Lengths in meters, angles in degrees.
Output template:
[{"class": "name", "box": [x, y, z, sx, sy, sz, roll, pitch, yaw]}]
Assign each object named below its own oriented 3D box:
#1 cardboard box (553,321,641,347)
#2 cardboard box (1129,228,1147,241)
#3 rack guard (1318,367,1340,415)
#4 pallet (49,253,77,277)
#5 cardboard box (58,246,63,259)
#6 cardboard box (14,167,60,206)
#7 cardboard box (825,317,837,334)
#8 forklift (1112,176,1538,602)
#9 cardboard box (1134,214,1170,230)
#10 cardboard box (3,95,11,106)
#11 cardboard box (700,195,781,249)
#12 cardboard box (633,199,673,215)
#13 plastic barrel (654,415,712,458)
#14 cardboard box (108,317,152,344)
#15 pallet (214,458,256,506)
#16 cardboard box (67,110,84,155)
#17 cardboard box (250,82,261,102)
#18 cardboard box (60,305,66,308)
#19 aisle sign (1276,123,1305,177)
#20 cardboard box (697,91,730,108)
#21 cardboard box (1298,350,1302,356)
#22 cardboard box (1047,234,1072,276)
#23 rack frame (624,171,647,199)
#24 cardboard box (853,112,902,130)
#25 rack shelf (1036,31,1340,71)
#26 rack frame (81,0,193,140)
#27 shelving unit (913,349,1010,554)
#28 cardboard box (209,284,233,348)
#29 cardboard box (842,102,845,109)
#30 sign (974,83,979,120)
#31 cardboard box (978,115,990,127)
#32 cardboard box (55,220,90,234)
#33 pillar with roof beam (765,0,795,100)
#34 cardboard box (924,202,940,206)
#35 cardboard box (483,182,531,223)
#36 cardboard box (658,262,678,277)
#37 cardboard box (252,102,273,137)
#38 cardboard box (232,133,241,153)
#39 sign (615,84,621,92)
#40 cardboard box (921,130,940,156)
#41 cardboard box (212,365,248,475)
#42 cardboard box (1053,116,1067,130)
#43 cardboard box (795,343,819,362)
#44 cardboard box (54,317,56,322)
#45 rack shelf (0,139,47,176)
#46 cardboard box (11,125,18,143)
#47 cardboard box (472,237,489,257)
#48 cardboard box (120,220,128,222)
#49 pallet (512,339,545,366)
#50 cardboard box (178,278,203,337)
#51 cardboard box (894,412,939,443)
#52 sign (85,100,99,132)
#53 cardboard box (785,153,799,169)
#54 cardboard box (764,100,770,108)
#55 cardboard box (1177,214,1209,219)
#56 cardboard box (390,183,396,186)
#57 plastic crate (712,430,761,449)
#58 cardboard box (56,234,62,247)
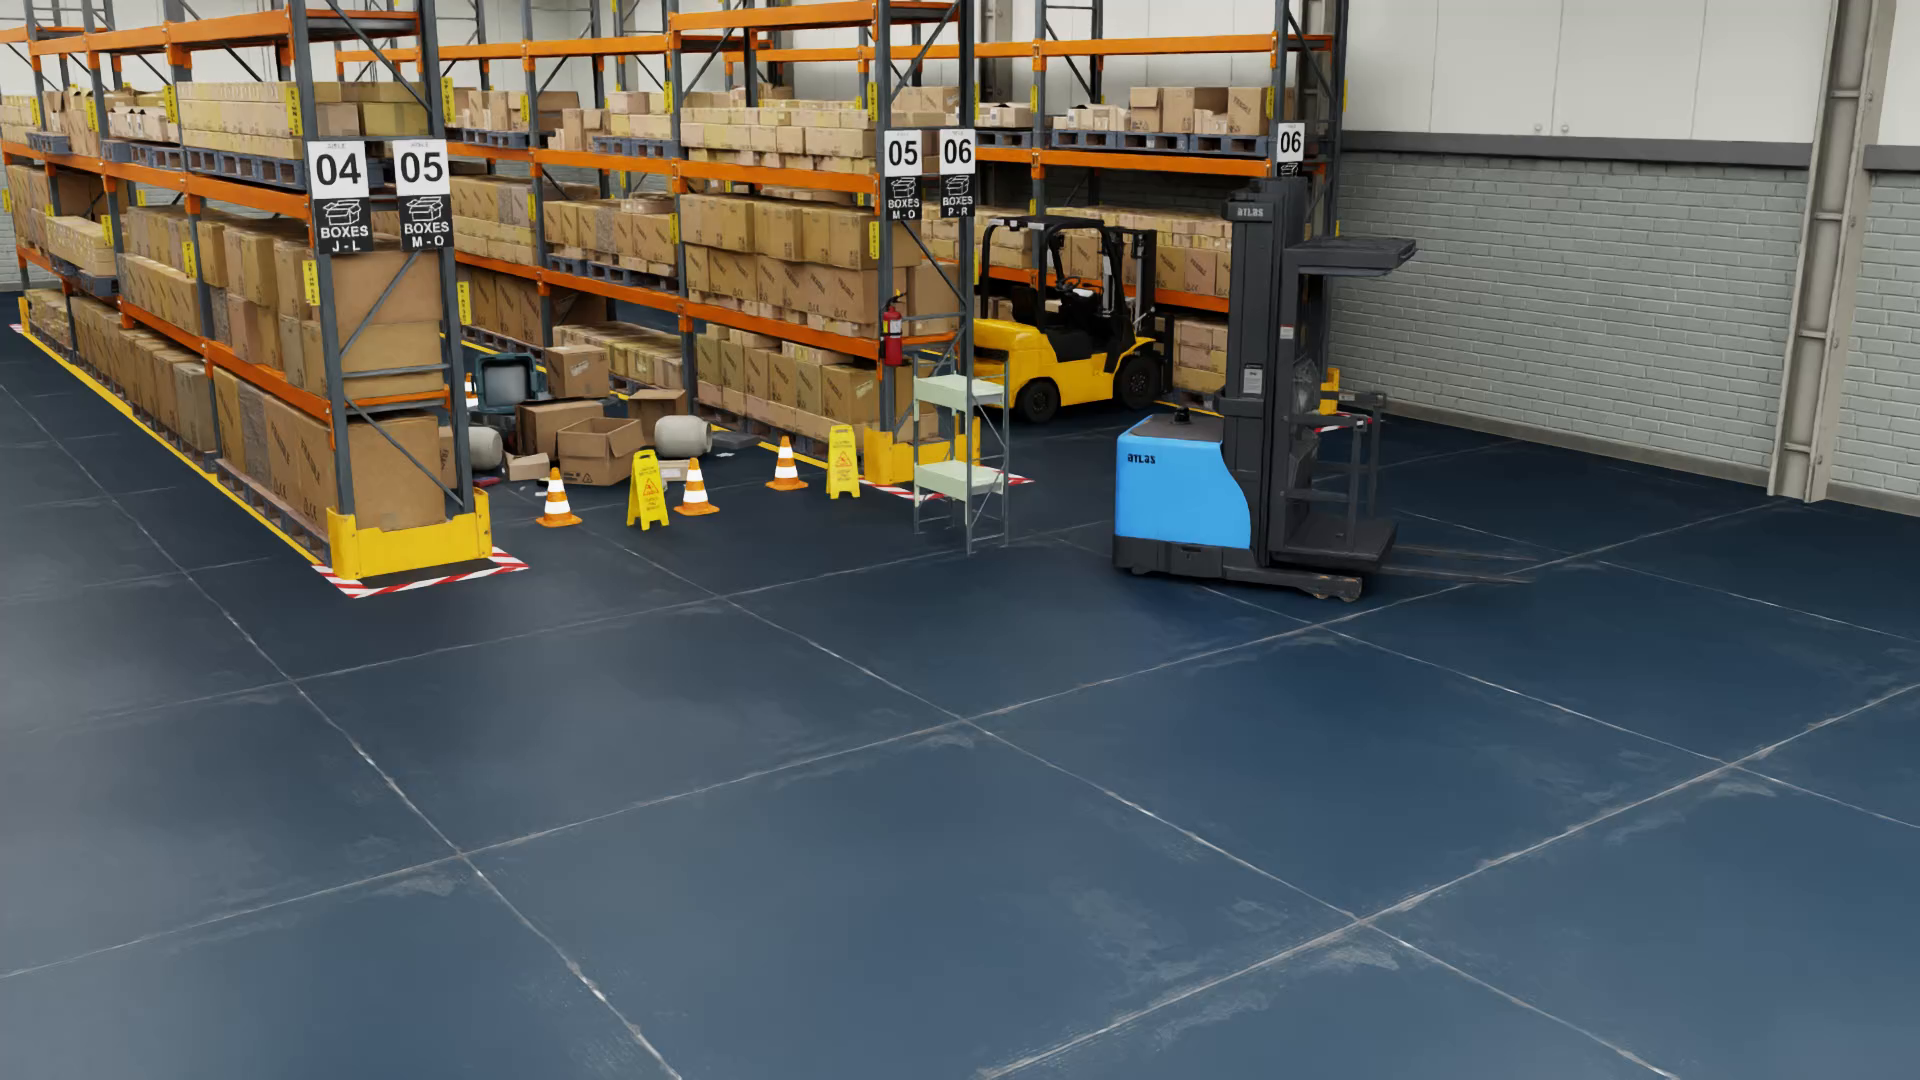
[{"class": "cardboard box", "box": [-4.688, -2.582, 21.511, 0.950, 0.372, 0.625, -12, 20, -38]}, {"class": "cardboard box", "box": [2.220, -3.606, 19.649, 0.380, 0.149, 0.250, -11, 19, -36]}, {"class": "rack guard", "box": [3.719, -1.622, 18.554, 1.175, 0.500, 0.348, -11, 19, -35]}, {"class": "pallet", "box": [-10.977, -3.555, 21.248, 1.003, 0.211, 1.213, -11, 19, -35]}, {"class": "cardboard box", "box": [-10.991, -3.594, 20.704, 0.380, 0.149, 0.250, -11, 19, -34]}, {"class": "cardboard box", "box": [-13.022, -5.003, 23.528, 0.500, 0.500, 0.500, -11, 19, -36]}, {"class": "cardboard box", "box": [-1.073, -2.082, 15.975, 0.380, 0.149, 0.250, -11, 19, -35]}, {"class": "forklift", "box": [2.725, -1.129, 12.150, 3.031, 2.935, 1.130, 6, 16, 21]}, {"class": "cardboard box", "box": [2.283, -3.764, 19.664, 0.380, 0.149, 0.250, -11, 19, -34]}, {"class": "cardboard box", "box": [-13.276, -6.213, 23.493, 0.380, 0.149, 0.250, -11, 19, -34]}, {"class": "cardboard box", "box": [-2.294, -3.349, 17.484, 0.700, 0.500, 0.500, -11, 19, -34]}, {"class": "cardboard box", "box": [-3.530, -3.831, 19.115, 0.380, 0.149, 0.250, -12, 19, -36]}, {"class": "plastic barrel", "box": [-2.747, -1.025, 16.518, 0.512, 0.421, 0.421, 1, 15, 4]}, {"class": "cardboard box", "box": [-9.571, -2.444, 19.341, 0.500, 0.250, 0.500, -11, 19, -36]}, {"class": "pallet", "box": [-6.221, -0.606, 15.390, 1.003, 0.211, 1.213, -11, 19, -35]}, {"class": "cardboard box", "box": [-10.093, -4.769, 19.448, 0.500, 0.500, 0.500, -11, 19, -35]}, {"class": "cardboard box", "box": [-5.175, -3.415, 12.669, 0.380, 0.149, 0.250, -10, 18, -34]}, {"class": "cardboard box", "box": [-12.152, -3.152, 22.887, 0.380, 0.149, 0.250, -10, 18, -33]}, {"class": "aisle sign", "box": [3.506, -4.027, 17.682, 0.394, 0.787, 0.004, -11, 19, -35]}, {"class": "cardboard box", "box": [-2.981, -5.025, 19.114, 0.500, 0.250, 0.500, -11, 19, -36]}, {"class": "cardboard box", "box": [3.596, -2.083, 18.969, 0.500, 0.250, 0.500, -10, 18, -34]}, {"class": "cardboard box", "box": [1.402, -3.600, 20.856, 0.500, 0.500, 0.500, -12, 19, -36]}, {"class": "rack frame", "box": [-5.703, -6.249, 30.726, 1.000, 3.000, 0.127, -11, 19, -35]}, {"class": "cardboard box", "box": [-0.746, -3.798, 15.053, 0.380, 0.149, 0.250, -11, 19, -34]}, {"class": "rack shelf", "box": [2.529, -5.613, 19.159, 1.077, 0.370, 4.000, -11, 19, -35]}, {"class": "rack frame", "box": [-8.957, -5.873, 17.988, 1.000, 3.000, 0.127, -11, 19, -35]}, {"class": "shelving unit", "box": [0.004, -0.722, 13.373, 0.431, 1.500, 0.755, -11, 19, -35]}, {"class": "cardboard box", "box": [-6.378, -2.121, 15.359, 0.875, 0.550, 0.550, -11, 19, -35]}, {"class": "cardboard box", "box": [-1.510, -6.351, 24.382, 0.380, 0.149, 0.250, -12, 19, -36]}, {"class": "sign", "box": [0.131, -4.014, 15.221, 0.100, 0.325, 0.005, -11, 19, -35]}, {"class": "cardboard box", "box": [0.460, -5.451, 21.618, 0.380, 0.149, 0.250, -11, 19, -35]}, {"class": "cardboard box", "box": [-10.987, -3.879, 20.620, 0.380, 0.149, 0.250, -11, 19, -35]}, {"class": "pillar with roof beam", "box": [-6.514, -7.909, 25.426, 9.100, 9.000, 0.400, -11, 19, -35]}, {"class": "cardboard box", "box": [-0.297, -4.760, 23.869, 0.380, 0.149, 0.250, -11, 19, -35]}, {"class": "cardboard box", "box": [-6.123, -4.585, 22.563, 0.500, 0.500, 0.500, -11, 19, -34]}, {"class": "cardboard box", "box": [-3.186, -3.064, 18.768, 0.380, 0.149, 0.250, -11, 19, -34]}, {"class": "cardboard box", "box": [-5.060, -3.208, 12.669, 0.500, 0.250, 0.500, -11, 19, -34]}, {"class": "cardboard box", "box": [-5.619, -3.192, 13.365, 0.380, 0.149, 0.250, -11, 19, -34]}, {"class": "sign", "box": [-6.142, -8.033, 29.907, 0.100, 0.325, 0.005, -11, 19, -35]}, {"class": "cardboard box", "box": [-0.388, -3.728, 15.553, 0.500, 0.250, 0.500, -11, 19, -36]}, {"class": "cardboard box", "box": [-6.292, -1.158, 15.354, 0.875, 0.875, 0.875, -11, 19, -34]}, {"class": "cardboard box", "box": [1.371, -5.120, 20.410, 0.380, 0.149, 0.250, -10, 18, -33]}, {"class": "cardboard box", "box": [-1.406, -1.865, 16.471, 0.380, 0.149, 0.250, -10, 18, -34]}, {"class": "cardboard box", "box": [-12.467, -3.113, 23.311, 0.380, 0.149, 0.250, -12, 19, -37]}, {"class": "rack shelf", "box": [-12.484, -5.361, 23.160, 1.077, 0.370, 4.000, -11, 19, -35]}, {"class": "cardboard box", "box": [-12.984, -5.706, 23.343, 0.500, 0.250, 0.500, -12, 19, -36]}, {"class": "cardboard box", "box": [-6.438, -4.086, 23.107, 0.500, 0.250, 0.500, -11, 19, -35]}, {"class": "cardboard box", "box": [-10.309, -3.925, 20.788, 0.380, 0.149, 0.250, -12, 19, -36]}, {"class": "pallet", "box": [-5.415, -2.605, 22.692, 1.003, 0.211, 1.213, -11, 19, -35]}, {"class": "cardboard box", "box": [-7.128, -2.244, 15.902, 0.500, 0.500, 0.500, -11, 19, -35]}, {"class": "cardboard box", "box": [-0.559, -1.153, 16.519, 0.500, 0.250, 0.500, -11, 19, -35]}, {"class": "sign", "box": [-9.397, -4.592, 18.010, 0.100, 0.325, 0.005, -11, 19, -35]}, {"class": "cardboard box", "box": [-1.475, -3.697, 16.197, 0.380, 0.149, 0.250, -11, 19, -36]}, {"class": "cardboard box", "box": [-2.831, -6.780, 25.911, 0.380, 0.149, 0.250, -11, 19, -34]}, {"class": "cardboard box", "box": [2.794, -3.777, 19.711, 0.380, 0.149, 0.250, -11, 19, -34]}, {"class": "cardboard box", "box": [-8.463, -5.429, 25.646, 0.500, 0.500, 0.500, -11, 19, -34]}, {"class": "plastic crate", "box": [-2.400, -1.045, 17.241, 0.583, 0.080, 0.402, 10, 18, 33]}, {"class": "cardboard box", "box": [-10.990, -3.738, 20.667, 0.380, 0.149, 0.250, -12, 19, -37]}]
